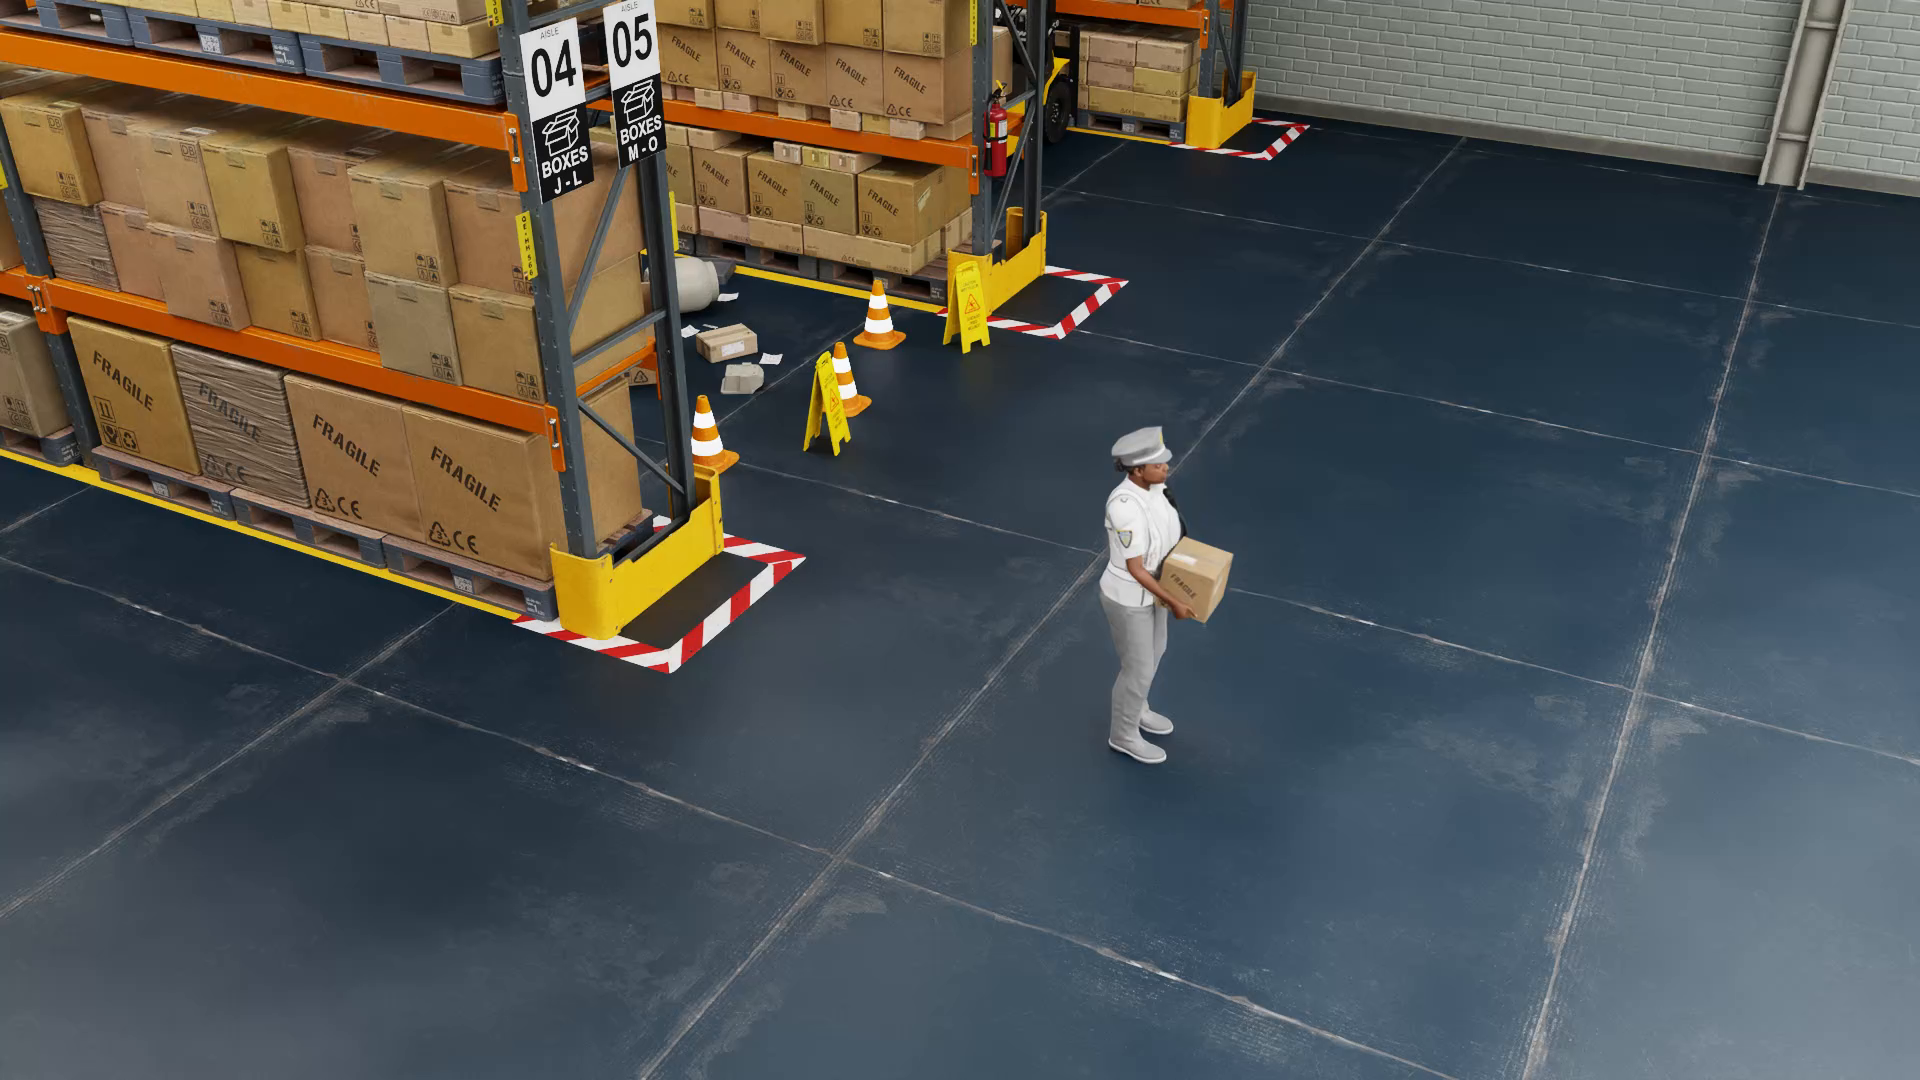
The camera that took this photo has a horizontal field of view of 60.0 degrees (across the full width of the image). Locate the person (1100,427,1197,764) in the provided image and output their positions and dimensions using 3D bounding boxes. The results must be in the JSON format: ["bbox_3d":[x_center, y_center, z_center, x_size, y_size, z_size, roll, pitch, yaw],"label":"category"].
[{"bbox_3d":[0.917,0.266,7.807,0.510,1.692,0.448,14,33,23],"label":"person"}]
